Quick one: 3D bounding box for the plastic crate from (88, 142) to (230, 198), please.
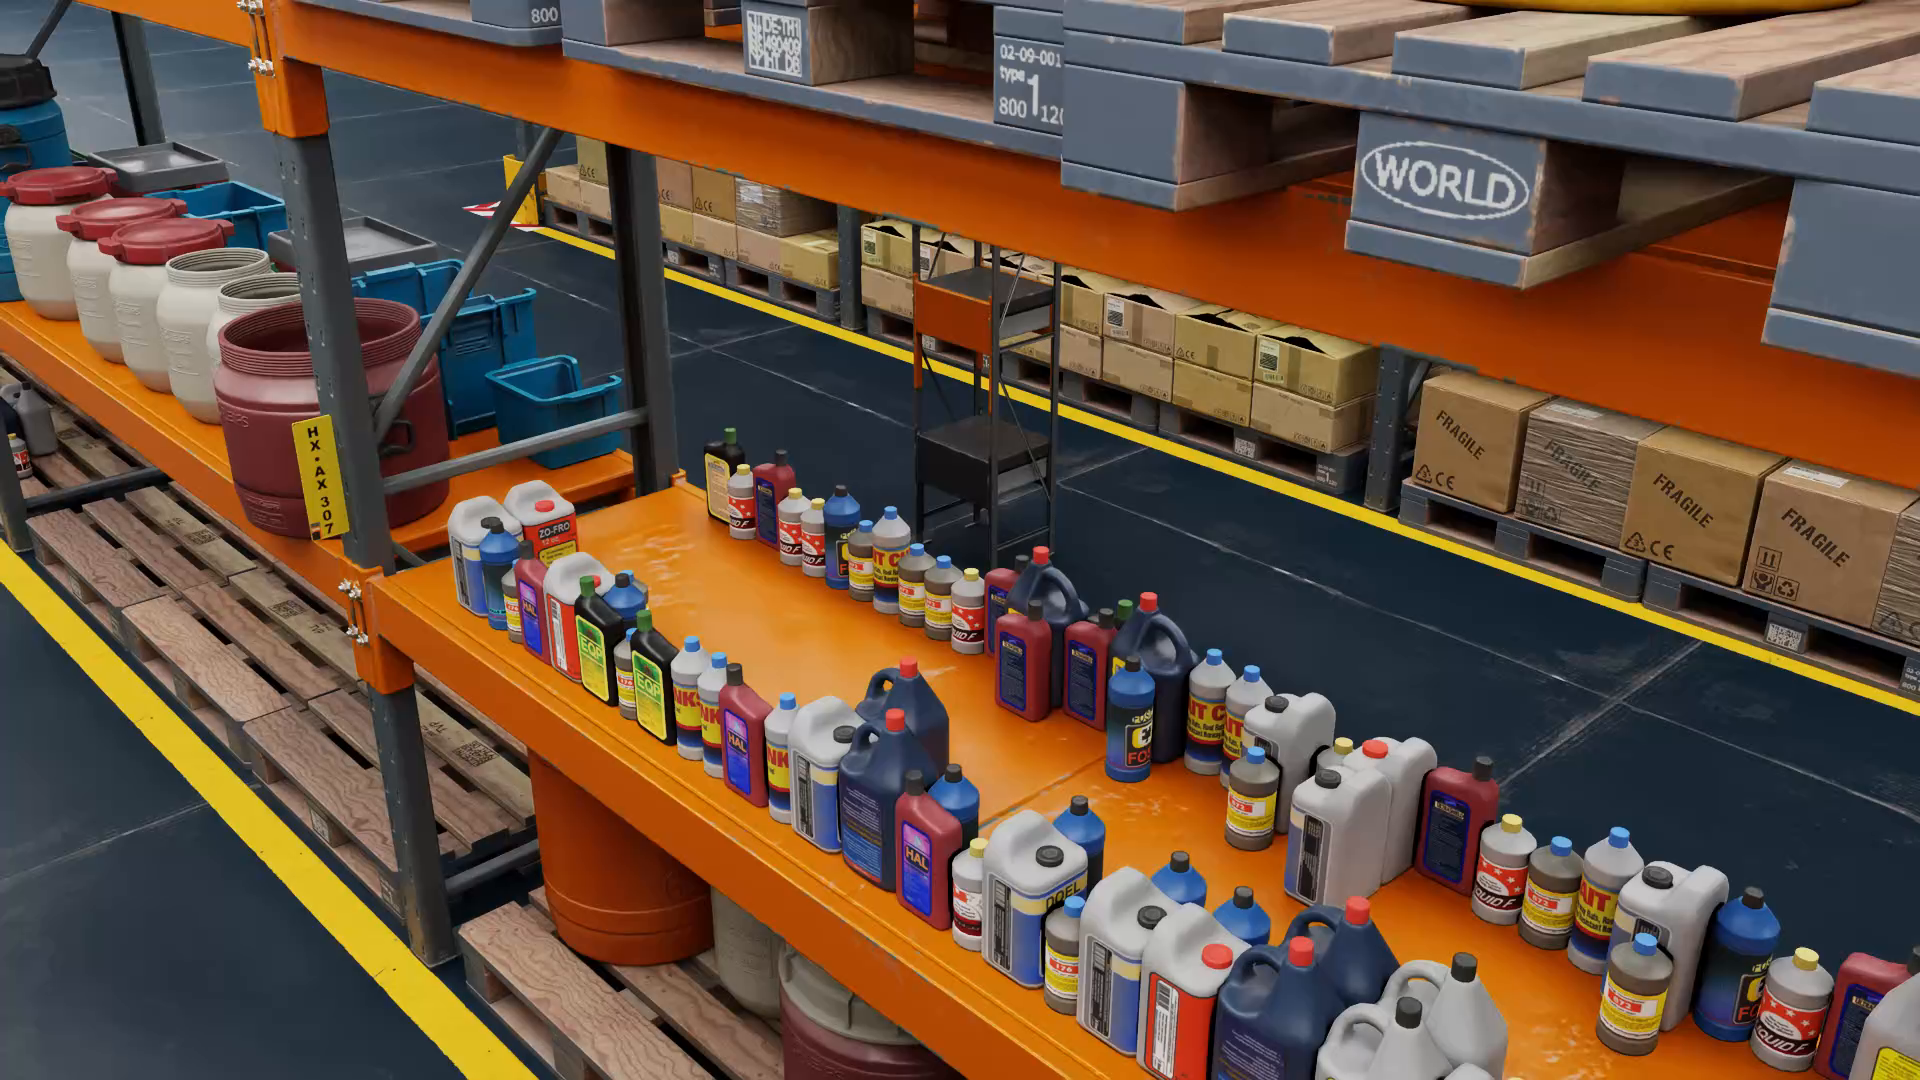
[{"bbox_3d":[-3.429,-1.423,7.179,0.402,0.464,0.583,-21,32,-38],"label":"plastic crate"}]

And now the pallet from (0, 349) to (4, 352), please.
[{"bbox_3d":[-6.080,-1.140,9.995,1.003,0.211,1.213,-21,32,-38],"label":"pallet"}]

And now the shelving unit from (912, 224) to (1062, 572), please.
[{"bbox_3d":[0.113,-0.905,7.204,0.431,2.100,0.503,-21,32,-38],"label":"shelving unit"}]

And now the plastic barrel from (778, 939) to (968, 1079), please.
[{"bbox_3d":[-0.131,1.149,4.016,0.600,0.588,0.708,-21,32,-38],"label":"plastic barrel"}]

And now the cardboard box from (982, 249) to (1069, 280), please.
[{"bbox_3d":[0.428,-1.548,9.661,0.500,0.311,0.500,23,33,40],"label":"cardboard box"}]

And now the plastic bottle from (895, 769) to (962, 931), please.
[{"bbox_3d":[-0.057,0.563,3.042,0.061,0.283,0.133,-21,32,-38],"label":"plastic bottle"}]

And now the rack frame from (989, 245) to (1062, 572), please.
[{"bbox_3d":[0.280,-0.831,7.042,0.400,2.100,0.015,-21,32,-38],"label":"rack frame"}]

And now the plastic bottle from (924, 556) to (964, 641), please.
[{"bbox_3d":[-0.039,0.137,4.076,0.097,0.201,0.097,0,25,0],"label":"plastic bottle"}]

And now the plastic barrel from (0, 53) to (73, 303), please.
[{"bbox_3d":[-3.941,-1.479,6.775,0.600,0.901,0.708,-21,32,-38],"label":"plastic barrel"}]

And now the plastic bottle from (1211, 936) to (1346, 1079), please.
[{"bbox_3d":[0.491,0.750,2.551,0.144,0.351,0.185,-21,32,-38],"label":"plastic bottle"}]

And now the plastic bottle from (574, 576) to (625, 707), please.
[{"bbox_3d":[-0.815,0.227,3.778,0.061,0.283,0.133,-21,32,-38],"label":"plastic bottle"}]

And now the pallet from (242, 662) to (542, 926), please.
[{"bbox_3d":[-1.751,0.781,5.785,1.003,0.211,1.213,-21,32,-38],"label":"pallet"}]

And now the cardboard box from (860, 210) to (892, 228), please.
[{"bbox_3d":[-0.454,-2.369,11.232,0.500,0.500,0.500,-21,32,-38],"label":"cardboard box"}]

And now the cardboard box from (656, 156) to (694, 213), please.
[{"bbox_3d":[-1.872,-2.671,11.893,0.500,0.500,0.500,-21,32,-38],"label":"cardboard box"}]

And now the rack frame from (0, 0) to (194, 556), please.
[{"bbox_3d":[-3.984,-1.454,7.324,1.000,3.000,0.127,-21,32,-38],"label":"rack frame"}]

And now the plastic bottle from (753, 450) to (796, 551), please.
[{"bbox_3d":[-0.504,-0.118,4.535,0.061,0.283,0.133,-21,32,-38],"label":"plastic bottle"}]

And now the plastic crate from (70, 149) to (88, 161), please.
[{"bbox_3d":[-4.706,-1.849,8.445,0.450,0.188,0.662,-21,32,-38],"label":"plastic crate"}]

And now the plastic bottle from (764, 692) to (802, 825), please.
[{"bbox_3d":[-0.341,0.432,3.345,0.097,0.271,0.097,0,25,0],"label":"plastic bottle"}]

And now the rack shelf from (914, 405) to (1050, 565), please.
[{"bbox_3d":[0.113,-0.256,7.500,0.431,0.518,0.480,-21,32,-38],"label":"rack shelf"}]

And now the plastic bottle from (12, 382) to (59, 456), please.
[{"bbox_3d":[-4.529,-0.603,8.120,0.144,0.351,0.185,-21,32,-38],"label":"plastic bottle"}]

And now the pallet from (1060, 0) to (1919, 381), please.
[{"bbox_3d":[0.877,-0.519,1.887,1.213,0.211,1.003,-21,32,-38],"label":"pallet"}]

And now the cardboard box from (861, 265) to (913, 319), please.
[{"bbox_3d":[-0.271,-1.606,10.463,0.500,0.250,0.500,-22,33,-40],"label":"cardboard box"}]

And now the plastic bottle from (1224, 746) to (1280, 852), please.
[{"bbox_3d":[0.576,0.502,3.275,0.097,0.201,0.097,0,25,0],"label":"plastic bottle"}]

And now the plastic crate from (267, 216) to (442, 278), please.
[{"bbox_3d":[-2.131,-0.848,5.917,0.402,0.464,0.583,-21,32,-38],"label":"plastic crate"}]

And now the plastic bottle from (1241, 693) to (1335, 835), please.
[{"bbox_3d":[0.655,0.427,3.350,0.152,0.276,0.135,-21,32,-38],"label":"plastic bottle"}]

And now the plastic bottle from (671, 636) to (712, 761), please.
[{"bbox_3d":[-0.566,0.332,3.562,0.097,0.271,0.097,0,25,0],"label":"plastic bottle"}]

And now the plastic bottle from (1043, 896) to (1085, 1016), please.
[{"bbox_3d":[0.193,0.701,2.840,0.097,0.201,0.097,0,25,0],"label":"plastic bottle"}]

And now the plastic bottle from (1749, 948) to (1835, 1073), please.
[{"bbox_3d":[1.362,0.758,2.715,0.097,0.201,0.097,0,25,0],"label":"plastic bottle"}]

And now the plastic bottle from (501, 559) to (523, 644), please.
[{"bbox_3d":[-1.064,0.143,4.061,0.097,0.201,0.097,0,25,0],"label":"plastic bottle"}]

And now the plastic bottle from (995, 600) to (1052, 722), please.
[{"bbox_3d":[0.140,0.255,3.717,0.061,0.283,0.133,-21,32,-38],"label":"plastic bottle"}]

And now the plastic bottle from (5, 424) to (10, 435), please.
[{"bbox_3d":[-4.553,-0.471,7.911,0.061,0.283,0.133,-19,31,-36],"label":"plastic bottle"}]

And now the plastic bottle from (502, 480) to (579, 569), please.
[{"bbox_3d":[-1.079,-0.006,4.299,0.152,0.276,0.135,-21,32,-38],"label":"plastic bottle"}]

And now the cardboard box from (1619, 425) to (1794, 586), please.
[{"bbox_3d":[3.172,-0.180,7.012,0.500,0.500,0.500,-22,32,-39],"label":"cardboard box"}]

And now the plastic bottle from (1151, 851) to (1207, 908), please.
[{"bbox_3d":[0.371,0.655,2.855,0.097,0.271,0.097,0,25,0],"label":"plastic bottle"}]

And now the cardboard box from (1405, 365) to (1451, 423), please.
[{"bbox_3d":[2.225,-0.828,8.759,0.500,0.250,0.500,-21,32,-39],"label":"cardboard box"}]

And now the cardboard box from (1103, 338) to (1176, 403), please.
[{"bbox_3d":[1.134,-0.985,9.102,0.500,0.250,0.500,-20,31,-37],"label":"cardboard box"}]

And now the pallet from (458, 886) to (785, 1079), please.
[{"bbox_3d":[-0.680,1.253,4.748,1.003,0.211,1.213,-21,32,-38],"label":"pallet"}]

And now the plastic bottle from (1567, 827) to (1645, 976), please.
[{"bbox_3d":[1.137,0.626,2.919,0.097,0.271,0.097,0,25,0],"label":"plastic bottle"}]

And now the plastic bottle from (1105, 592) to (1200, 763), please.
[{"bbox_3d":[0.415,0.284,3.572,0.144,0.351,0.185,-21,32,-38],"label":"plastic bottle"}]

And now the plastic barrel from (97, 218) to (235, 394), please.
[{"bbox_3d":[-2.693,-0.811,5.749,0.433,0.535,0.433,0,25,0],"label":"plastic barrel"}]

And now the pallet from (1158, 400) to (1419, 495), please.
[{"bbox_3d":[1.834,-0.638,8.895,1.003,0.211,1.213,-21,32,-38],"label":"pallet"}]

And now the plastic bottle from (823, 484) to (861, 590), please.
[{"bbox_3d":[-0.306,-0.013,4.320,0.097,0.271,0.097,0,25,0],"label":"plastic bottle"}]

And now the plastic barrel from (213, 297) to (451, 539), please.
[{"bbox_3d":[-1.788,-0.359,4.759,0.600,0.536,0.708,-21,32,-38],"label":"plastic barrel"}]

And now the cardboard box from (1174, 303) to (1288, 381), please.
[{"bbox_3d":[1.471,-1.086,8.648,0.500,0.311,0.500,-22,32,-39],"label":"cardboard box"}]

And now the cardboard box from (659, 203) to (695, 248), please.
[{"bbox_3d":[-1.871,-2.330,12.050,0.500,0.250,0.500,-21,32,-38],"label":"cardboard box"}]

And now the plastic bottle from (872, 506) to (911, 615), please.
[{"bbox_3d":[-0.172,0.046,4.191,0.097,0.271,0.097,0,25,0],"label":"plastic bottle"}]

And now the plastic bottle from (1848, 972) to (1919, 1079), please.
[{"bbox_3d":[1.453,0.781,2.483,0.144,0.351,0.185,-21,32,-38],"label":"plastic bottle"}]

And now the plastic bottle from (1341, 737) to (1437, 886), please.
[{"bbox_3d":[0.813,0.497,3.196,0.152,0.276,0.135,-21,32,-38],"label":"plastic bottle"}]

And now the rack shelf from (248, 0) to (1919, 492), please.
[{"bbox_3d":[0.117,-0.674,2.866,1.077,0.370,4.000,-21,32,-38],"label":"rack shelf"}]

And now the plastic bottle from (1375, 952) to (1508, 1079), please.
[{"bbox_3d":[0.722,0.765,2.518,0.144,0.351,0.185,-21,32,-38],"label":"plastic bottle"}]

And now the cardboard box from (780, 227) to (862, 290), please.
[{"bbox_3d":[-0.842,-1.877,11.057,0.500,0.250,0.500,-21,32,-38],"label":"cardboard box"}]

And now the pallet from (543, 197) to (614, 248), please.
[{"bbox_3d":[-2.546,-2.582,13.155,1.003,0.211,1.213,-21,32,-38],"label":"pallet"}]

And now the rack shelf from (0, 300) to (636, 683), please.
[{"bbox_3d":[-2.617,-0.521,6.145,1.077,0.370,4.000,-21,32,-38],"label":"rack shelf"}]

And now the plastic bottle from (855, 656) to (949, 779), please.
[{"bbox_3d":[-0.117,0.389,3.343,0.144,0.351,0.185,-21,32,-38],"label":"plastic bottle"}]
